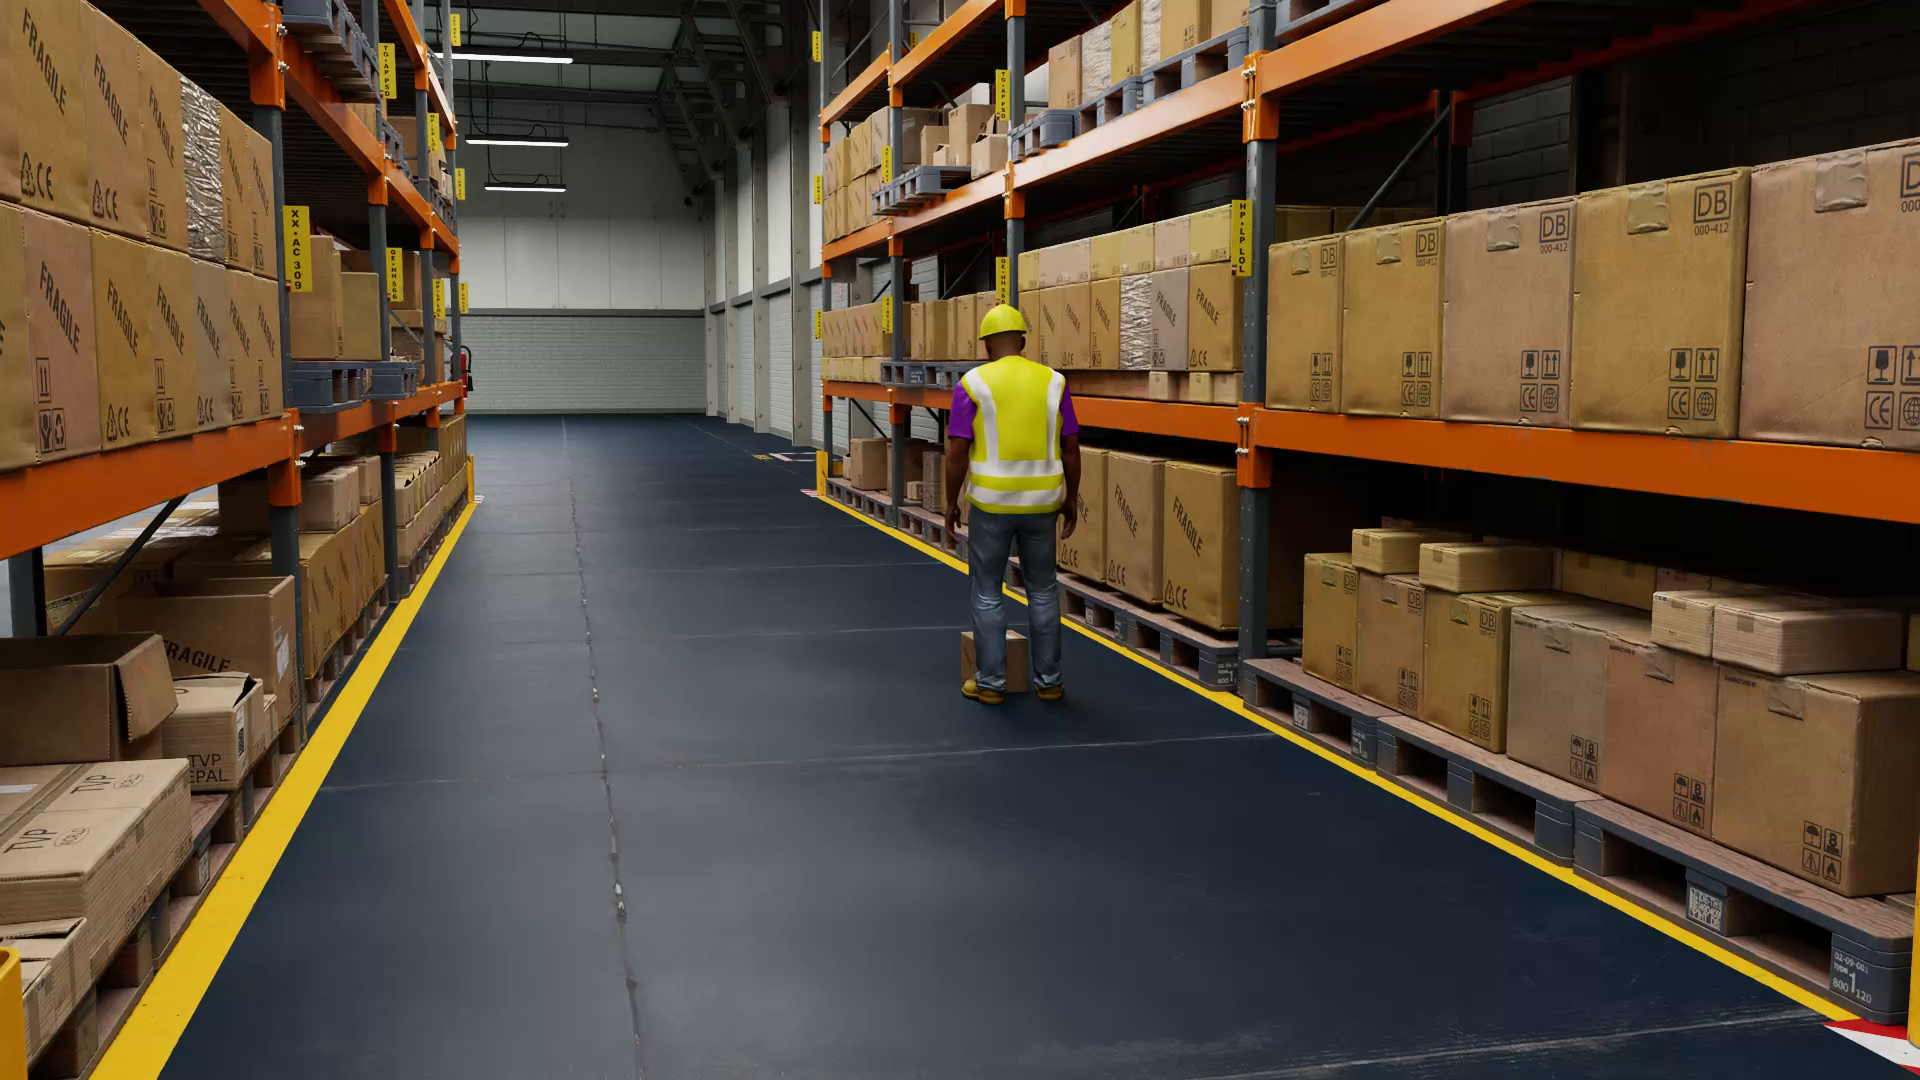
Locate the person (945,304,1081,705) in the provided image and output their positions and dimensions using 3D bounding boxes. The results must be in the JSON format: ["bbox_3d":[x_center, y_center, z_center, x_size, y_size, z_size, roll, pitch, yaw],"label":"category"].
[{"bbox_3d":[0.229,-0.162,7.395,0.625,1.760,0.459,-2,6,-14],"label":"person"}]
